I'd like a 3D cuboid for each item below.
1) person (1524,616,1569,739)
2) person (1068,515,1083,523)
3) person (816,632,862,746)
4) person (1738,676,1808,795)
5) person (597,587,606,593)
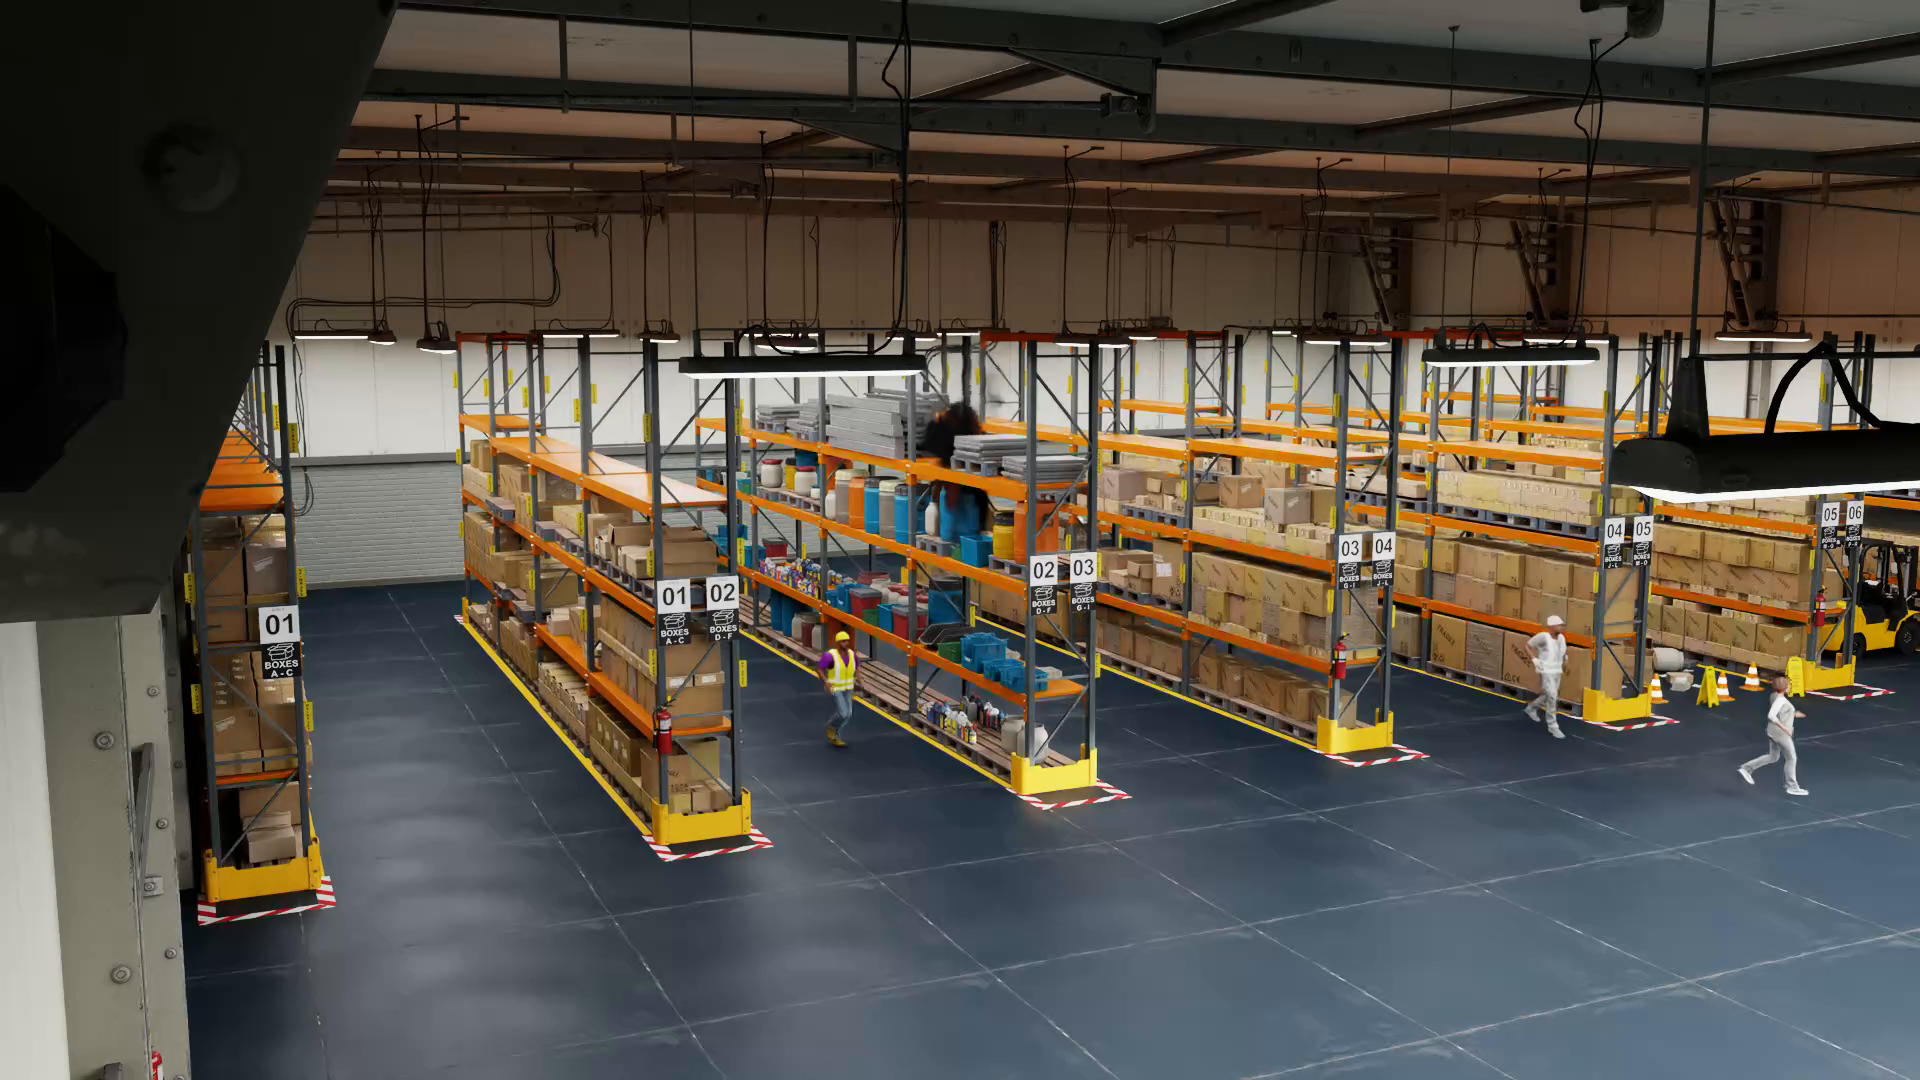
[{"bbox_3d":[9.044,2.035,25.422,0.699,1.773,0.999,-5,9,-31],"label":"person"},{"bbox_3d":[2.763,-0.058,41.424,0.606,1.621,0.510,8,11,44],"label":"person"},{"bbox_3d":[-1.716,2.194,24.468,0.640,1.715,0.576,-6,10,-39],"label":"person"},{"bbox_3d":[10.817,2.580,22.010,0.864,1.575,0.544,1,8,10],"label":"person"},{"bbox_3d":[-7.168,1.000,33.762,0.545,1.609,0.590,-5,9,-34],"label":"person"}]
